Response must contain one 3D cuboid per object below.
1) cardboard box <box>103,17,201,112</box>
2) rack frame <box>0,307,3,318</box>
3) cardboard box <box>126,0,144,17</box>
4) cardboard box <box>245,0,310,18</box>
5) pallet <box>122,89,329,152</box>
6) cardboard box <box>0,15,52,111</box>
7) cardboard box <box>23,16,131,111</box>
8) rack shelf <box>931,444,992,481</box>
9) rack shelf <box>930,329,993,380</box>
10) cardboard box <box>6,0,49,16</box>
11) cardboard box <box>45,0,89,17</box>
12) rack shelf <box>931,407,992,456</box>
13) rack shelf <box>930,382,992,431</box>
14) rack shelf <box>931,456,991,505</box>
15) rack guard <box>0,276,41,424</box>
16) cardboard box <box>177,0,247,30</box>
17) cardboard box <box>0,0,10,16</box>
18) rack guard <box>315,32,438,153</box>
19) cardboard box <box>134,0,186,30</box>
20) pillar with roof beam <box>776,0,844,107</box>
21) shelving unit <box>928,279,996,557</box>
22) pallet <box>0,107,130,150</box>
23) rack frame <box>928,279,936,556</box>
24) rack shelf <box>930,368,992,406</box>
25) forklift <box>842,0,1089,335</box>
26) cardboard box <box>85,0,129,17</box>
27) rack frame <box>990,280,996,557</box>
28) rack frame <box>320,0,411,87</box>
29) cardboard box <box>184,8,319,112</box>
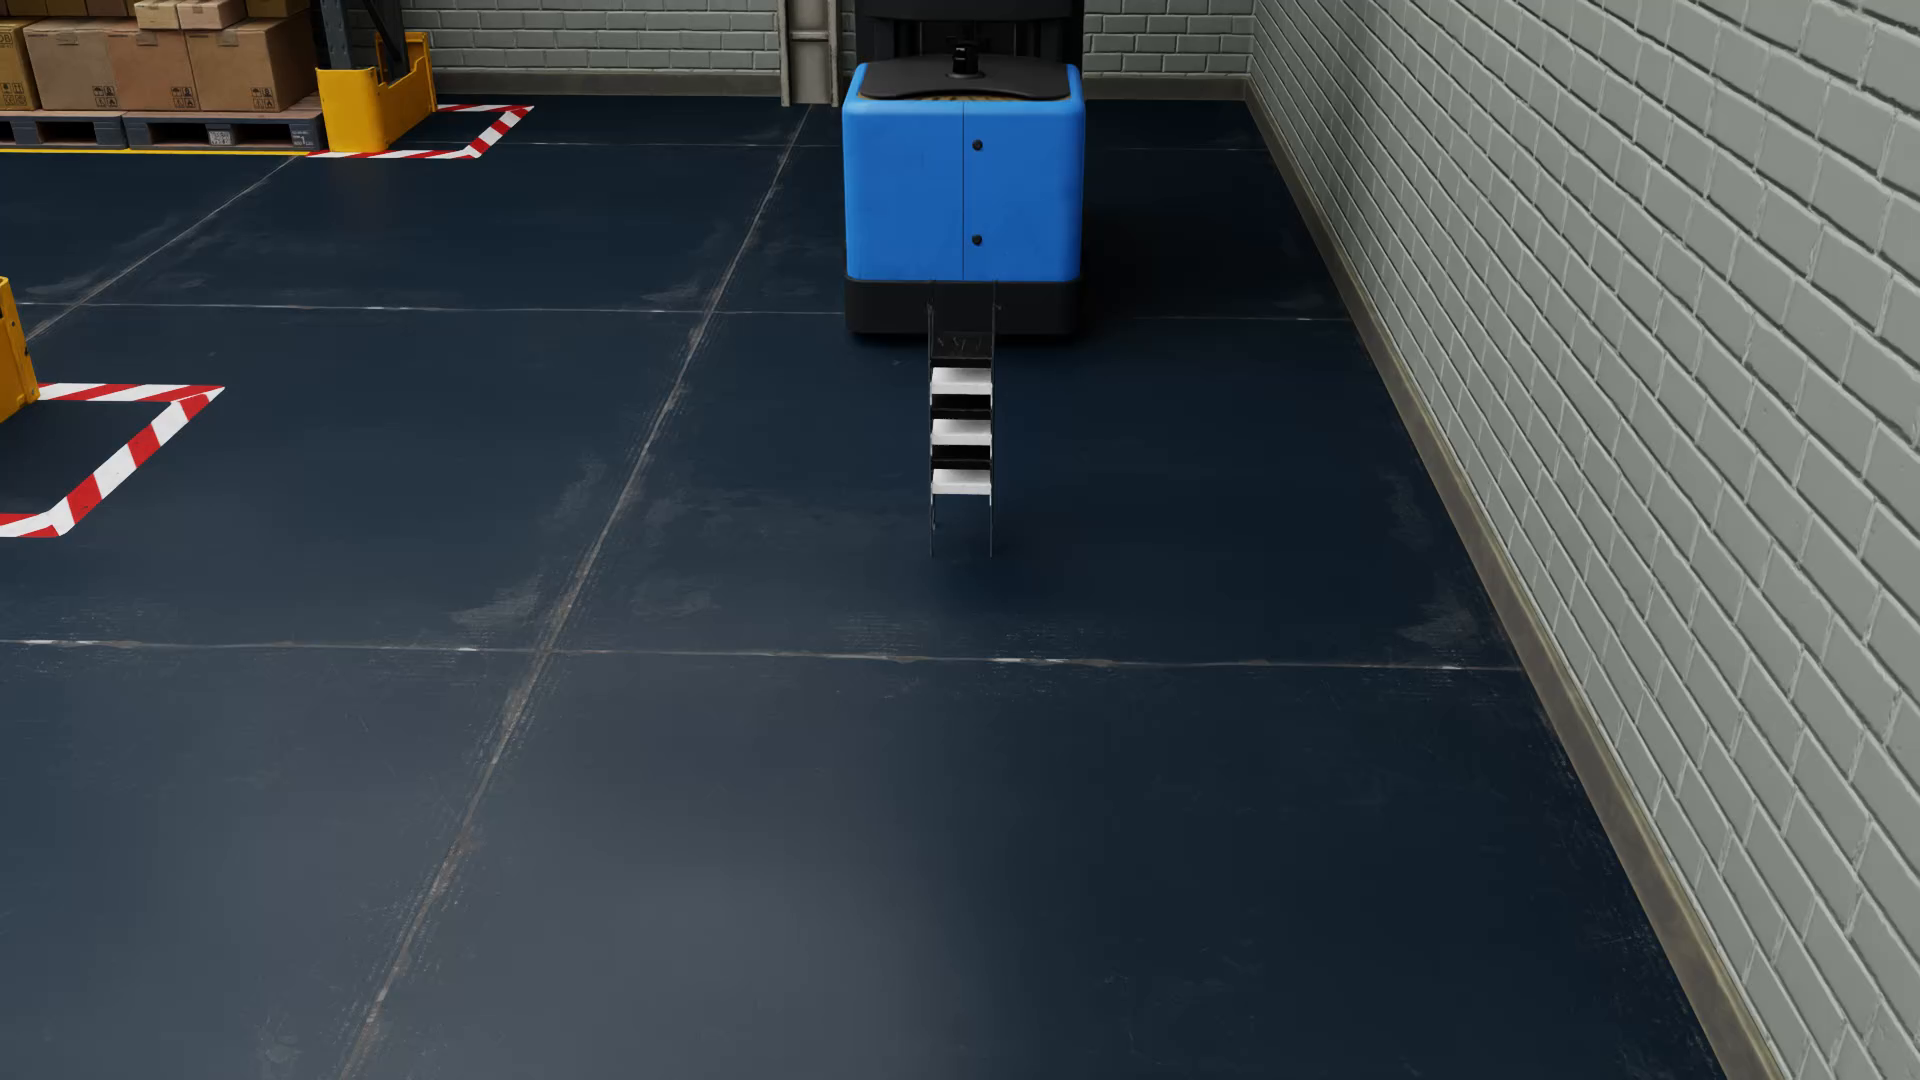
[{"bbox_3d":[-4.944,-3.042,10.506,0.500,0.500,0.700,1,28,2],"label":"cardboard box"},{"bbox_3d":[-3.912,-1.669,5.695,0.127,3.000,1.000,1,28,2],"label":"rack frame"},{"bbox_3d":[-5.068,-3.424,10.534,0.250,0.149,0.380,1,28,2],"label":"cardboard box"},{"bbox_3d":[-4.312,-3.412,10.511,0.250,0.149,0.380,1,28,2],"label":"cardboard box"},{"bbox_3d":[-4.542,-2.732,10.679,1.213,0.211,1.003,1,28,2],"label":"pallet"},{"bbox_3d":[-5.979,-3.055,10.531,0.500,0.500,0.700,2,28,3],"label":"cardboard box"},{"bbox_3d":[-5.446,-3.050,10.521,0.500,0.500,0.700,0,28,0],"label":"cardboard box"},{"bbox_3d":[0.008,-0.288,5.597,0.200,0.077,0.258,1,28,2],"label":"rack shelf"},{"bbox_3d":[0.008,-0.607,5.428,0.200,0.077,0.258,1,28,2],"label":"rack shelf"},{"bbox_3d":[-5.832,-3.436,10.557,0.250,0.149,0.380,0,28,1],"label":"cardboard box"},{"bbox_3d":[-5.579,-3.432,10.549,0.250,0.149,0.380,1,28,2],"label":"cardboard box"},{"bbox_3d":[0.008,-0.368,5.555,0.200,0.077,0.258,1,28,2],"label":"rack shelf"},{"bbox_3d":[0.008,-0.448,5.512,0.200,0.077,0.258,1,28,2],"label":"rack shelf"},{"bbox_3d":[0.008,-0.209,5.639,0.200,0.077,0.258,1,28,2],"label":"rack shelf"},{"bbox_3d":[-3.988,-0.566,6.283,0.348,0.500,1.175,1,28,2],"label":"rack guard"},{"bbox_3d":[-4.578,-3.237,10.181,0.250,0.149,0.380,1,28,1],"label":"cardboard box"},{"bbox_3d":[-6.090,-3.440,10.564,0.250,0.149,0.380,1,28,2],"label":"cardboard box"},{"bbox_3d":[-3.717,-2.883,10.654,0.348,0.500,1.175,1,28,2],"label":"rack guard"},{"bbox_3d":[-4.834,-3.241,10.189,0.250,0.149,0.380,2,28,3],"label":"cardboard box"},{"bbox_3d":[-1.164,-4.983,5.543,0.400,9.000,9.100,1,28,2],"label":"pillar with roof beam"},{"bbox_3d":[0.008,-0.397,5.539,0.210,0.900,0.258,1,28,2],"label":"shelving unit"},{"bbox_3d":[-5.758,-2.754,10.719,1.213,0.211,1.003,1,28,2],"label":"pallet"},{"bbox_3d":[-0.093,-0.399,5.542,0.006,0.900,0.240,1,28,2],"label":"rack frame"},{"bbox_3d":[0.008,-0.527,5.470,0.200,0.077,0.258,1,28,2],"label":"rack shelf"},{"bbox_3d":[0.051,-2.843,7.984,1.130,2.935,3.031,1,28,1],"label":"forklift"},{"bbox_3d":[-5.322,-3.428,10.542,0.250,0.149,0.380,1,28,3],"label":"cardboard box"},{"bbox_3d":[0.110,-0.396,5.536,0.006,0.900,0.240,1,28,2],"label":"rack frame"},{"bbox_3d":[-3.741,-3.988,10.070,0.127,3.000,1.000,1,28,2],"label":"rack frame"},{"bbox_3d":[-4.444,-3.033,10.490,0.500,0.500,0.700,1,28,2],"label":"cardboard box"}]
